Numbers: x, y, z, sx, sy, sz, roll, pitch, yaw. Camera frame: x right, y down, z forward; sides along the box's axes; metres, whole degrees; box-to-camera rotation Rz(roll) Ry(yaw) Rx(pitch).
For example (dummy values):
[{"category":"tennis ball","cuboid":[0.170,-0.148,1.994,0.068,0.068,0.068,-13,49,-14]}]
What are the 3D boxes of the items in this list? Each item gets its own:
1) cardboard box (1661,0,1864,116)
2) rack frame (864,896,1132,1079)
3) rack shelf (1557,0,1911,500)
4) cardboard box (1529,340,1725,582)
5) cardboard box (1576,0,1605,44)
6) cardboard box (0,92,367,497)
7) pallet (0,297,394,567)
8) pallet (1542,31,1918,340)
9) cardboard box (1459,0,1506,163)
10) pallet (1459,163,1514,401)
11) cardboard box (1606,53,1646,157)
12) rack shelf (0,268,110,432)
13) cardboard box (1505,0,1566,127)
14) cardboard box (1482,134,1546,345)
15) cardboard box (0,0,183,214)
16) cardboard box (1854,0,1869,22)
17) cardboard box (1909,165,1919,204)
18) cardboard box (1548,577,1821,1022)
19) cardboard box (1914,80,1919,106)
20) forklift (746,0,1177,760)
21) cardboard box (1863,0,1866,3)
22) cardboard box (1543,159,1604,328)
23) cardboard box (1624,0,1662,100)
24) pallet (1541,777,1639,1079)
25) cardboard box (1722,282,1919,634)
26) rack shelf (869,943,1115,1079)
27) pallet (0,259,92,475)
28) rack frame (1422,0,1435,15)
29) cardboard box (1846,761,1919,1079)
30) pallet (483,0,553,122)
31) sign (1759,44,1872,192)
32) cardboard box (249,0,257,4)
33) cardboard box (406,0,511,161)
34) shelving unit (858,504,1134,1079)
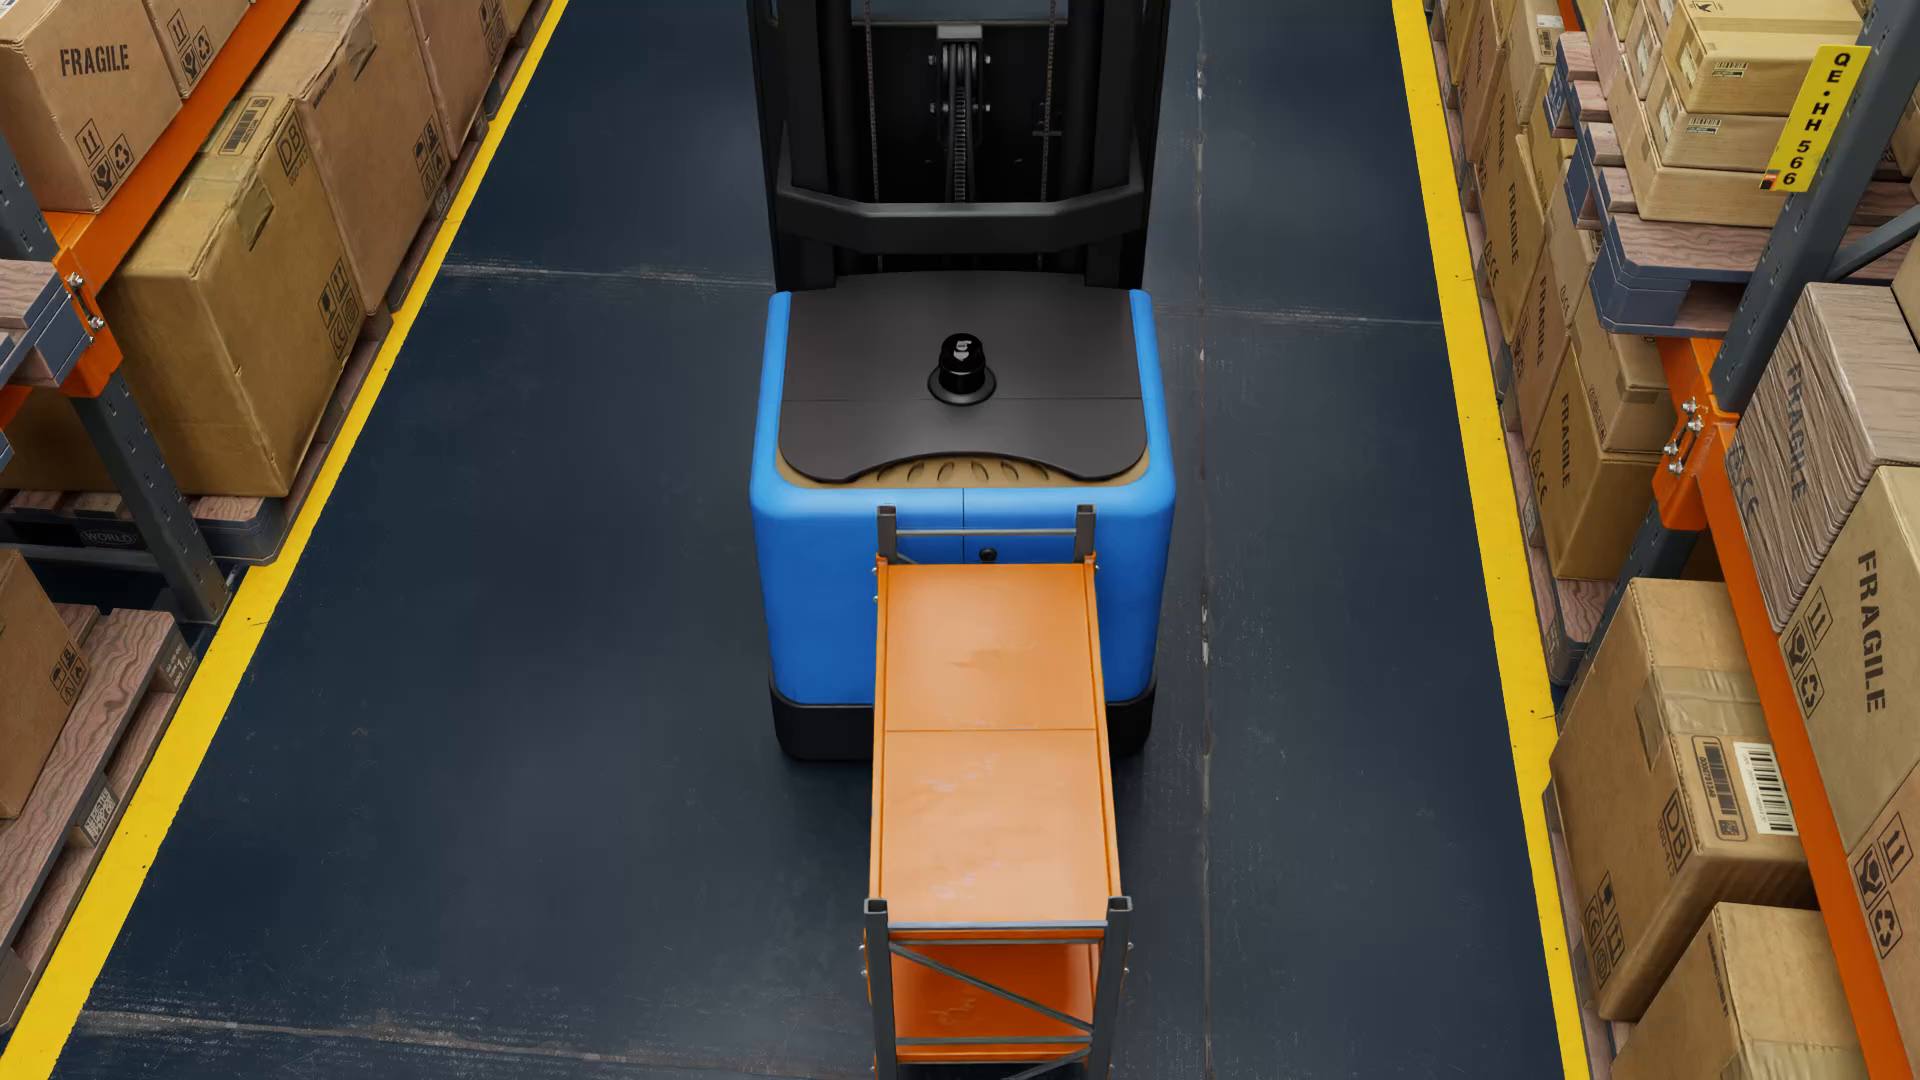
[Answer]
[{"category":"cardboard box","cuboid":[1.791,-1.070,3.678,0.380,0.149,0.250,2,48,2]},{"category":"rack frame","cuboid":[0.071,1.060,3.518,0.500,1.125,0.032,0,48,0]},{"category":"rack shelf","cuboid":[2.385,-1.648,5.212,1.077,0.370,4.000,4,48,4]},{"category":"cardboard box","cuboid":[2.002,-0.220,4.828,0.500,0.500,0.500,4,48,3]},{"category":"cardboard box","cuboid":[1.863,-1.425,4.407,0.380,0.149,0.250,3,48,3]},{"category":"cardboard box","cuboid":[-2.644,-0.759,5.067,1.225,0.875,0.875,2,48,2]},{"category":"pallet","cuboid":[-2.581,-0.462,5.529,1.003,0.211,1.213,4,48,4]},{"category":"pallet","cuboid":[2.161,-0.887,4.158,1.213,0.211,1.003,4,48,4]},{"category":"cardboard box","cuboid":[2.189,-1.744,6.222,0.500,0.500,0.500,6,48,5]},{"category":"pallet","cuboid":[2.389,-0.948,5.974,1.003,0.211,1.213,4,48,4]},{"category":"cardboard box","cuboid":[1.814,-1.053,4.066,0.380,0.149,0.250,4,48,3]},{"category":"rack shelf","cuboid":[-2.910,0.884,2.896,1.077,0.370,4.000,4,48,4]},{"category":"cardboard box","cuboid":[2.140,-1.620,5.600,0.500,0.250,0.500,6,48,5]},{"category":"cardboard box","cuboid":[2.085,-0.991,5.533,0.500,0.500,0.500,2,48,2]},{"category":"cardboard box","cuboid":[-2.412,-1.201,4.248,0.500,0.500,0.500,5,48,5]},{"category":"cardboard box","cuboid":[2.516,-1.387,4.371,0.380,0.149,0.250,6,48,5]},{"category":"cardboard box","cuboid":[2.444,-0.793,3.828,0.380,0.149,0.250,3,48,3]},{"category":"cardboard box","cuboid":[2.057,0.638,3.874,1.050,0.750,0.750,3,48,3]},{"category":"cardboard box","cuboid":[2.469,-1.119,3.925,0.380,0.149,0.250,6,48,5]},{"category":"forklift","cuboid":[-0.006,-1.454,4.593,1.130,2.935,3.031,0,48,0]},{"category":"cardboard box","cuboid":[2.513,-1.501,4.274,0.380,0.149,0.250,4,48,4]},{"category":"cardboard box","cuboid":[2.039,-0.864,4.909,0.500,0.250,0.500,4,48,4]},{"category":"cardboard box","cuboid":[1.817,-1.168,3.970,0.380,0.149,0.250,5,48,5]},{"category":"pallet","cuboid":[2.056,1.095,4.106,1.003,0.211,1.213,4,48,4]},{"category":"cardboard box","cuboid":[1.893,-0.143,3.280,0.500,0.500,0.500,4,48,4]},{"category":"rack shelf","cuboid":[0.066,0.850,4.042,0.538,0.278,1.000,0,48,0]},{"category":"pallet","cuboid":[-2.687,-0.233,3.560,1.213,0.211,1.003,4,48,4]},{"category":"rack frame","cuboid":[2.567,-3.360,6.290,1.000,3.000,0.127,4,48,4]},{"category":"cardboard box","cuboid":[1.803,0.602,2.599,0.500,0.500,0.500,4,48,3]},{"category":"pallet","cuboid":[-2.358,-2.255,7.169,1.003,0.211,1.213,4,48,4]},{"category":"sign","cuboid":[1.661,-0.814,3.231,0.100,0.325,0.005,4,48,4]},{"category":"cardboard box","cuboid":[-2.325,-1.957,4.939,0.500,0.500,0.500,3,48,3]},{"category":"cardboard box","cuboid":[-2.482,-2.064,6.261,1.225,0.875,0.875,2,48,2]},{"category":"shelving unit","cuboid":[0.066,0.685,3.861,0.538,1.125,1.048,0,48,0]}]
